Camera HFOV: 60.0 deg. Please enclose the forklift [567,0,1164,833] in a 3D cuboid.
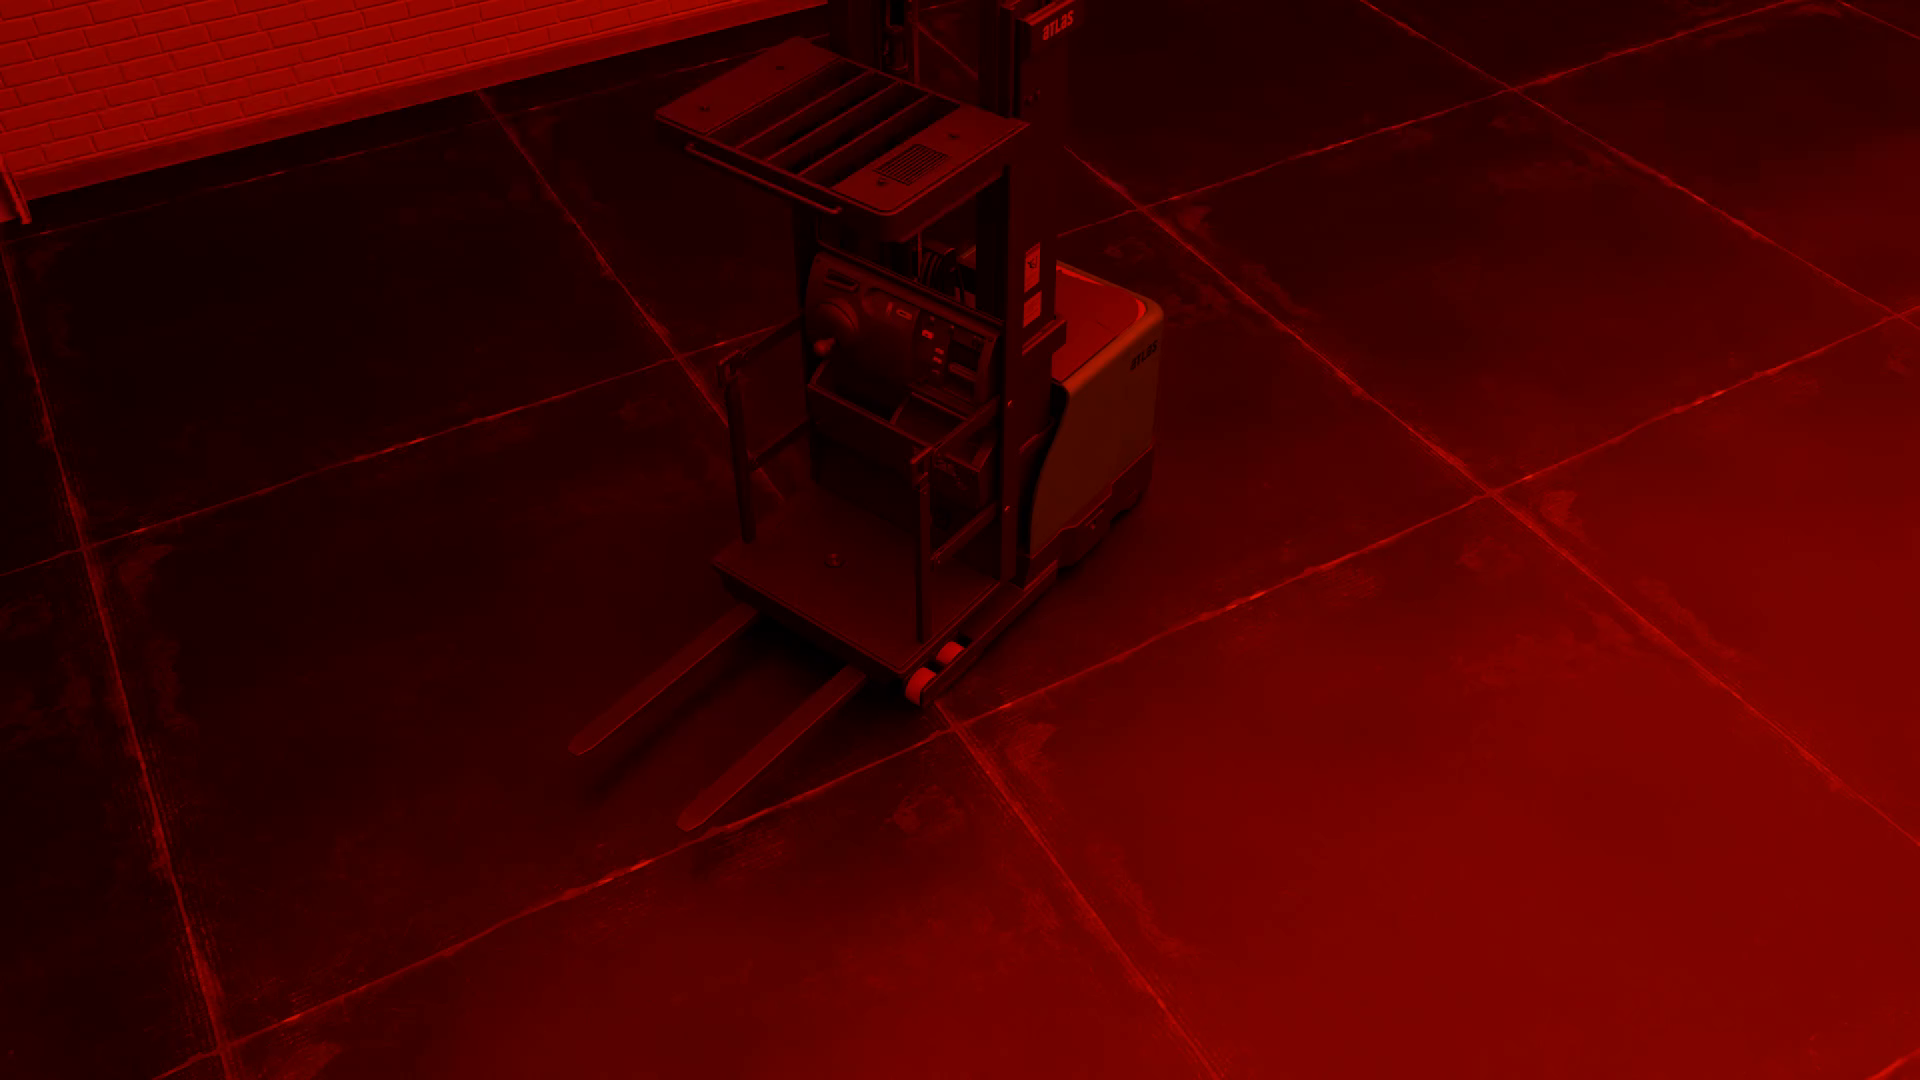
[{"bbox_3d":[-0.375,-0.749,6.505,1.130,2.935,3.031,28,50,27],"label":"forklift"}]
